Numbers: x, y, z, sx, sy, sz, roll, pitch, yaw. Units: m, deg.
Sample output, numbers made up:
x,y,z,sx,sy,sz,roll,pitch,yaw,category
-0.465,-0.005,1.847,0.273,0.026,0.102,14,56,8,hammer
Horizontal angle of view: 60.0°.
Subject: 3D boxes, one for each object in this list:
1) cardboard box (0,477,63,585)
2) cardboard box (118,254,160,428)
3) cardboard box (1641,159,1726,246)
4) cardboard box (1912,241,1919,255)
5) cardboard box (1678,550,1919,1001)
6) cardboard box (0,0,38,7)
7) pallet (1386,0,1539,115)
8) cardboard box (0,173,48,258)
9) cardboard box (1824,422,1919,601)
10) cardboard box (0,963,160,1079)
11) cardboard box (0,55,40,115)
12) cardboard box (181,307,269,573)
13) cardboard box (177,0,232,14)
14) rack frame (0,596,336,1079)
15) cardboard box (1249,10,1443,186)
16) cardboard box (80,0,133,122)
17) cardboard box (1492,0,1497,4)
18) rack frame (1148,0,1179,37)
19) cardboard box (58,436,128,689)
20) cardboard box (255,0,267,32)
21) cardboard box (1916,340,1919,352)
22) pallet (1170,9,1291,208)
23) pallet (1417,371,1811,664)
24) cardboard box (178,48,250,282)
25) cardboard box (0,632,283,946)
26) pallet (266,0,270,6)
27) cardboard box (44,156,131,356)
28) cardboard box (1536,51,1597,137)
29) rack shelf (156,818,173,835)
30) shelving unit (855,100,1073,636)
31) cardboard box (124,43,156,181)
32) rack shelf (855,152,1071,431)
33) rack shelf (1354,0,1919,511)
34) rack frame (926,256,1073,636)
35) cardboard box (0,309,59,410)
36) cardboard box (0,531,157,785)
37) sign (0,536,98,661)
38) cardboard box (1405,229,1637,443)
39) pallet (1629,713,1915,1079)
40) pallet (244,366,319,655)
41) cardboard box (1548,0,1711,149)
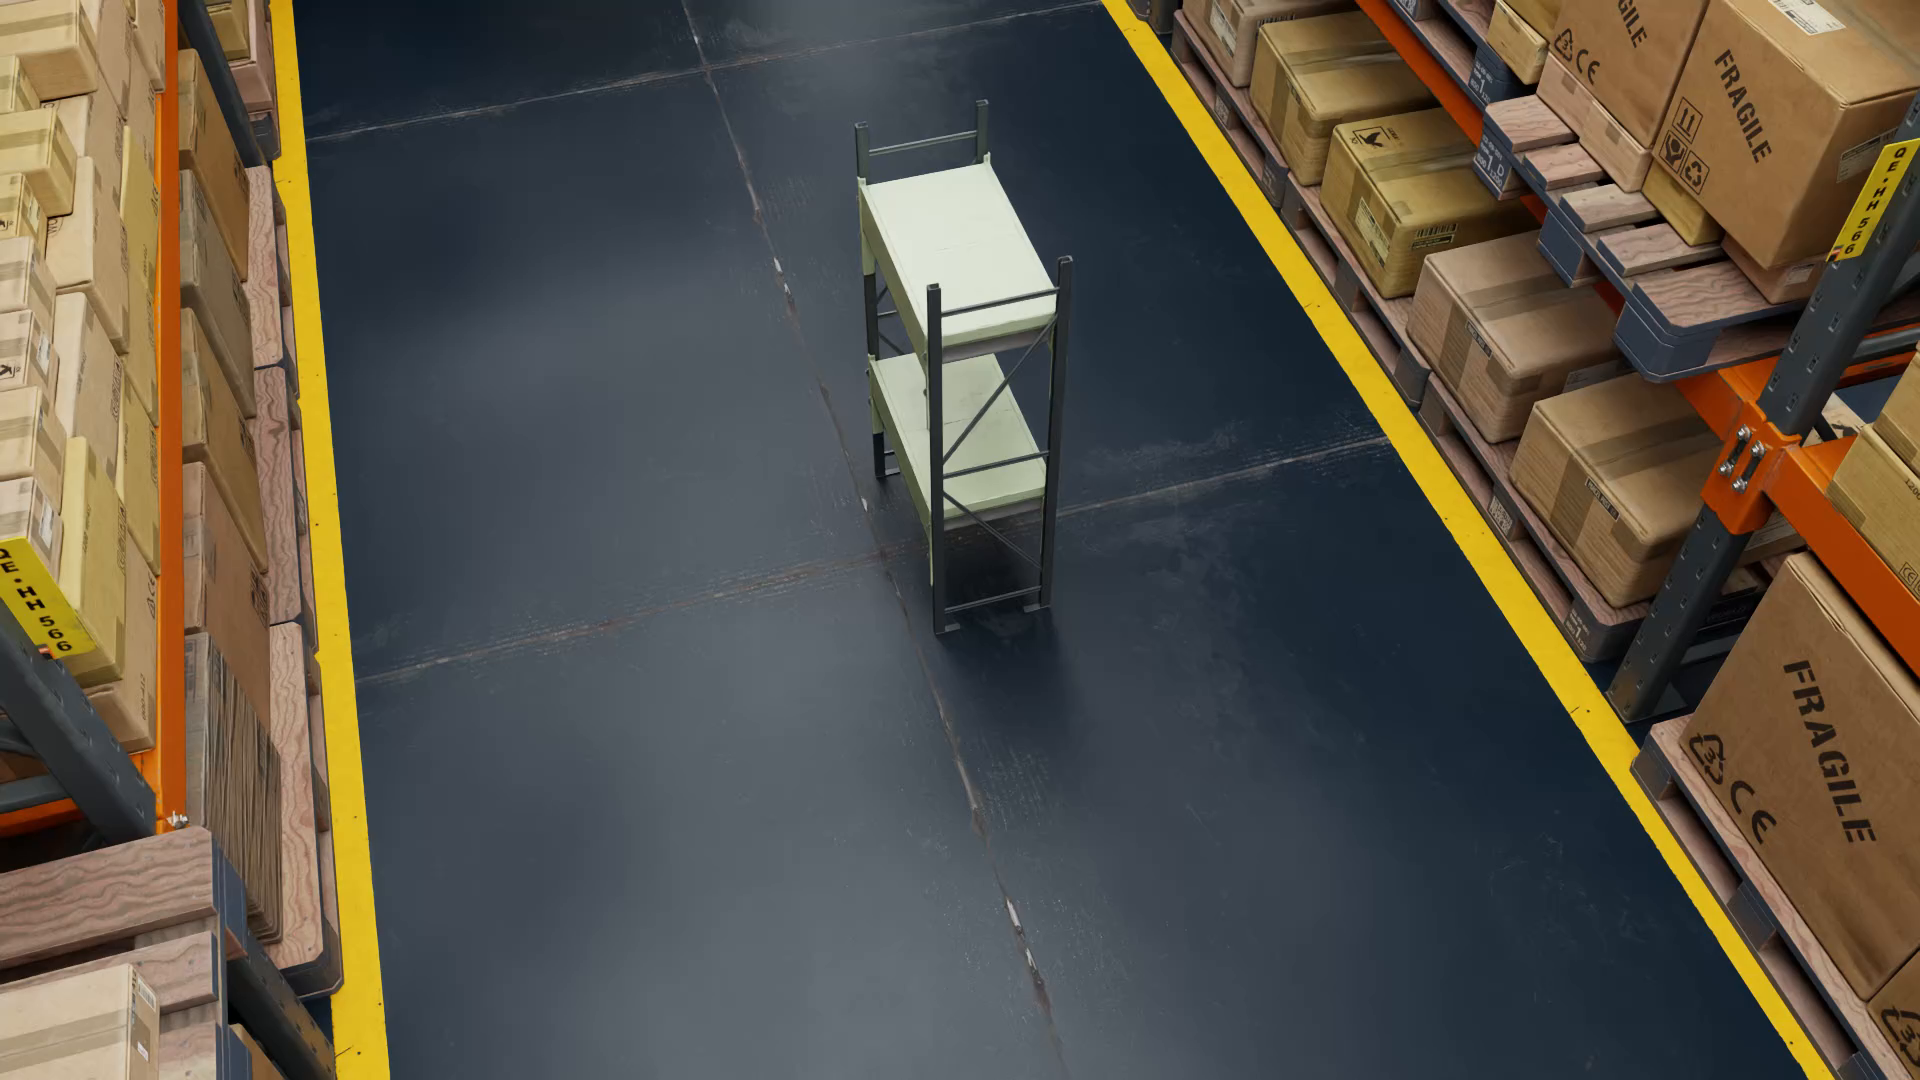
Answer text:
x,y,z,sx,sy,sz,roll,pitch,yaw,category
-1.994,0.046,3.259,0.380,0.149,0.250,-12,51,-10,cardboard box
-2.382,-0.487,4.297,0.500,0.250,0.500,-15,51,-12,cardboard box
2.090,-0.958,4.485,0.380,0.149,0.250,-13,51,-10,cardboard box
2.641,-0.872,4.413,0.380,0.149,0.250,-16,52,-13,cardboard box
2.685,0.535,4.452,0.875,0.875,0.875,-14,51,-11,cardboard box
-2.645,-1.450,4.521,0.380,0.149,0.250,-13,51,-11,cardboard box
1.935,-1.913,5.526,1.003,0.211,1.213,-13,51,-11,pallet
-2.367,-0.695,3.884,0.380,0.149,0.250,-13,51,-11,cardboard box
2.464,-0.075,3.950,0.500,0.250,0.500,-14,51,-12,cardboard box
-1.620,0.926,2.897,0.380,0.149,0.250,-12,51,-10,cardboard box
-2.555,-1.062,4.194,0.380,0.149,0.250,-13,51,-11,cardboard box
-2.752,-0.209,5.242,0.875,0.625,0.625,-15,52,-12,cardboard box
-3.207,-2.330,6.622,0.500,0.250,0.500,-14,51,-12,cardboard box
-2.181,0.587,3.293,1.000,3.000,0.127,-13,51,-11,rack frame
1.750,-1.841,6.784,0.950,0.372,0.625,-10,51,-9,cardboard box
-2.670,-1.398,4.737,0.500,0.250,0.500,-12,51,-10,cardboard box
1.857,-1.727,5.134,0.380,0.149,0.250,-13,51,-11,cardboard box
1.377,-3.459,6.704,1.000,3.000,0.127,-13,51,-11,rack frame
-2.055,0.089,3.484,0.500,0.250,0.500,-13,51,-11,cardboard box
-3.355,-2.379,7.317,0.500,0.250,0.500,-14,51,-12,cardboard box
2.472,-0.477,3.471,0.500,0.500,0.500,-15,51,-12,cardboard box
1.608,-1.992,7.291,1.003,0.211,1.213,-13,51,-11,pallet
2.330,-0.210,5.789,1.003,0.211,1.213,-13,51,-11,pallet
-3.199,-1.326,6.184,0.875,0.625,0.625,-11,51,-9,cardboard box
-2.352,0.759,4.427,0.875,0.625,0.625,-12,51,-10,cardboard box
-3.923,-2.919,8.072,1.003,0.211,1.213,-13,51,-11,pallet
-2.363,-0.657,4.113,0.500,0.250,0.500,-14,51,-12,cardboard box
1.905,-1.317,4.788,0.380,0.149,0.250,-16,52,-13,cardboard box
-1.589,2.280,2.337,1.077,0.370,4.000,-13,51,-11,rack shelf
-0.002,-0.488,5.181,0.431,1.500,0.755,-13,51,-11,shelving unit
-2.693,-1.242,4.933,0.500,0.250,0.500,-13,51,-11,cardboard box
-0.002,-0.740,4.882,0.431,0.370,0.720,-13,51,-11,rack shelf
1.968,-1.767,5.748,1.077,0.370,4.000,-13,51,-11,rack shelf
0.106,-0.221,4.955,0.400,1.500,0.023,-13,51,-11,rack frame
-2.174,-0.330,3.577,0.380,0.149,0.250,-12,51,-10,cardboard box
-2.079,0.256,3.670,0.500,0.250,0.500,-13,51,-11,cardboard box
-1.665,0.110,2.990,0.100,0.325,0.005,-13,51,-11,sign
2.176,-0.778,5.888,0.950,0.372,0.625,-14,51,-12,cardboard box
2.721,0.954,4.808,1.003,0.211,1.213,-13,51,-11,pallet
-2.744,-0.014,5.623,1.003,0.211,1.213,-13,51,-11,pallet
1.996,-1.446,4.472,0.500,0.500,0.500,-14,51,-12,cardboard box
